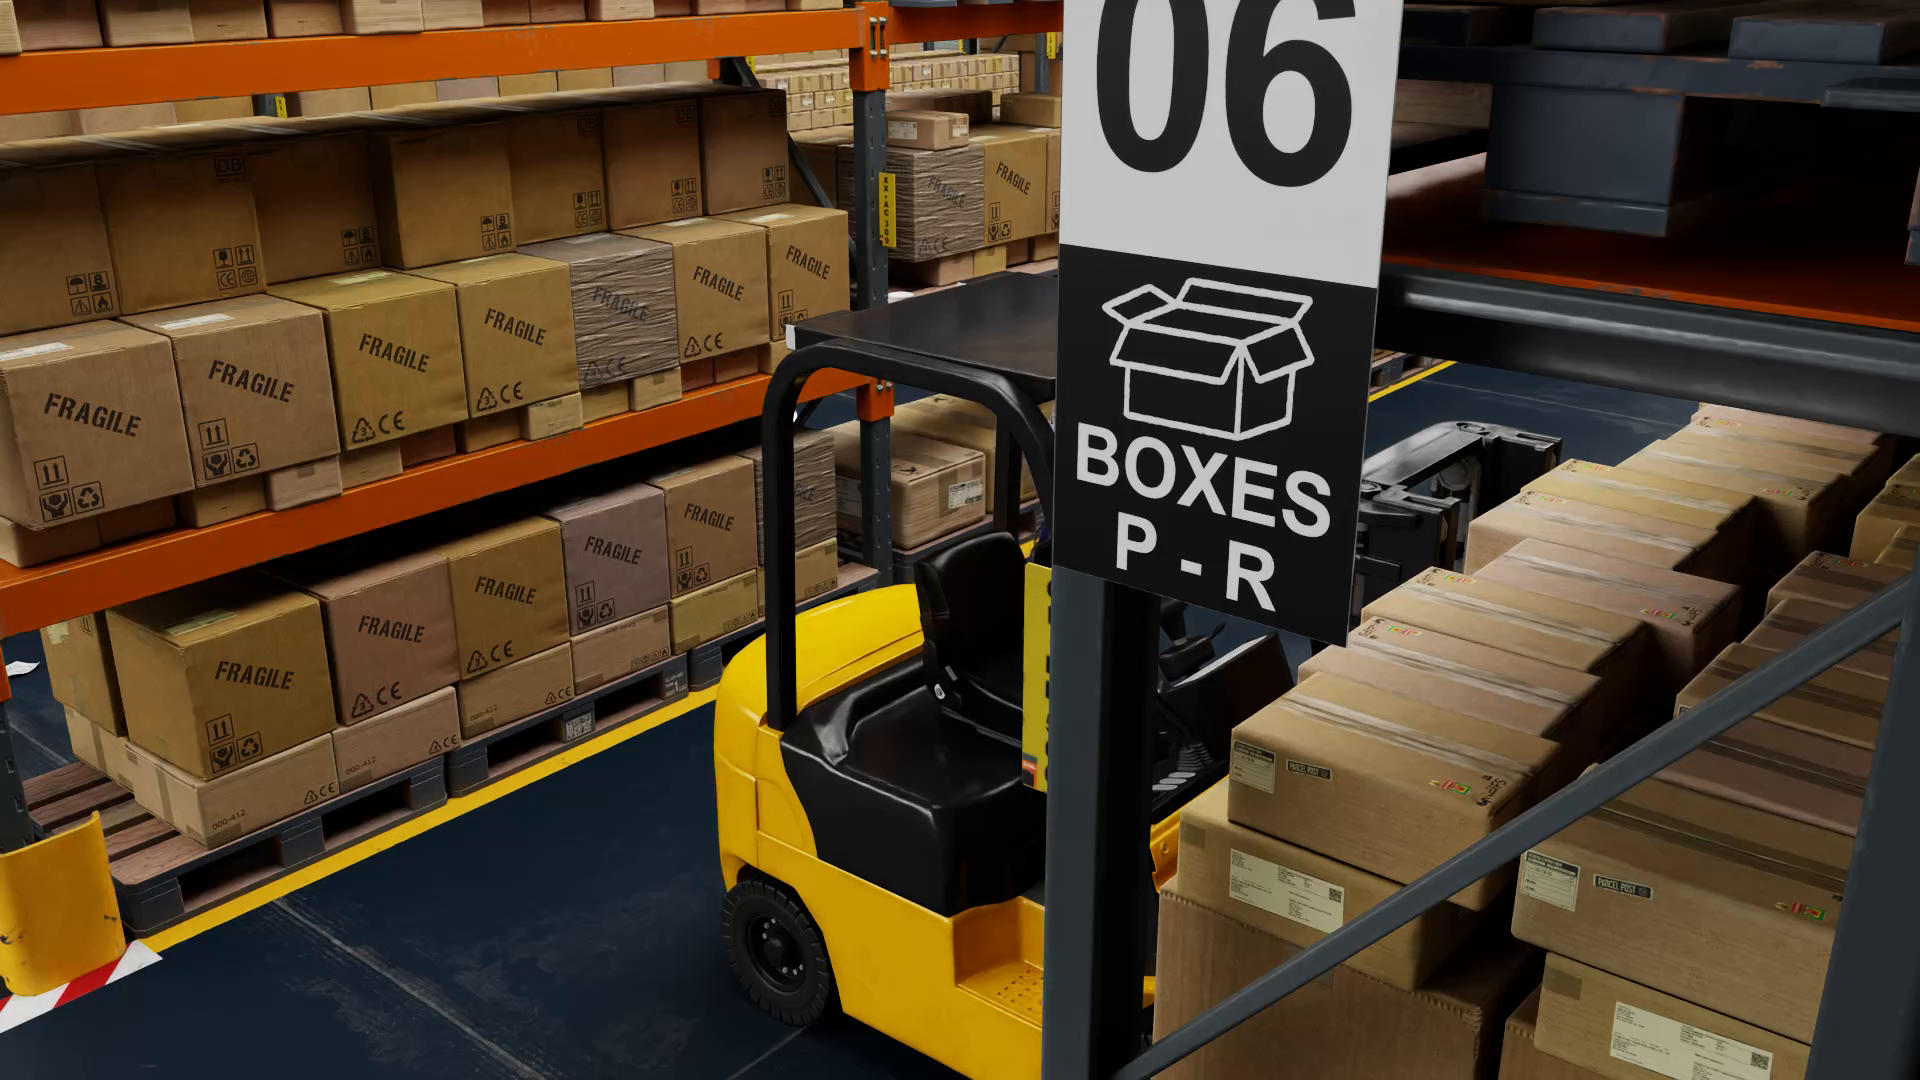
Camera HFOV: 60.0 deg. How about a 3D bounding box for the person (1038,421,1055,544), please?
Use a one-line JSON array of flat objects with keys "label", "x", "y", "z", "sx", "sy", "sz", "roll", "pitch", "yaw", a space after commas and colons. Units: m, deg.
[{"label": "person", "x": 0.522, "y": 0.014, "z": 6.637, "sx": 0.749, "sy": 1.636, "sz": 0.520, "roll": 14, "pitch": 24, "yaw": 33}]
